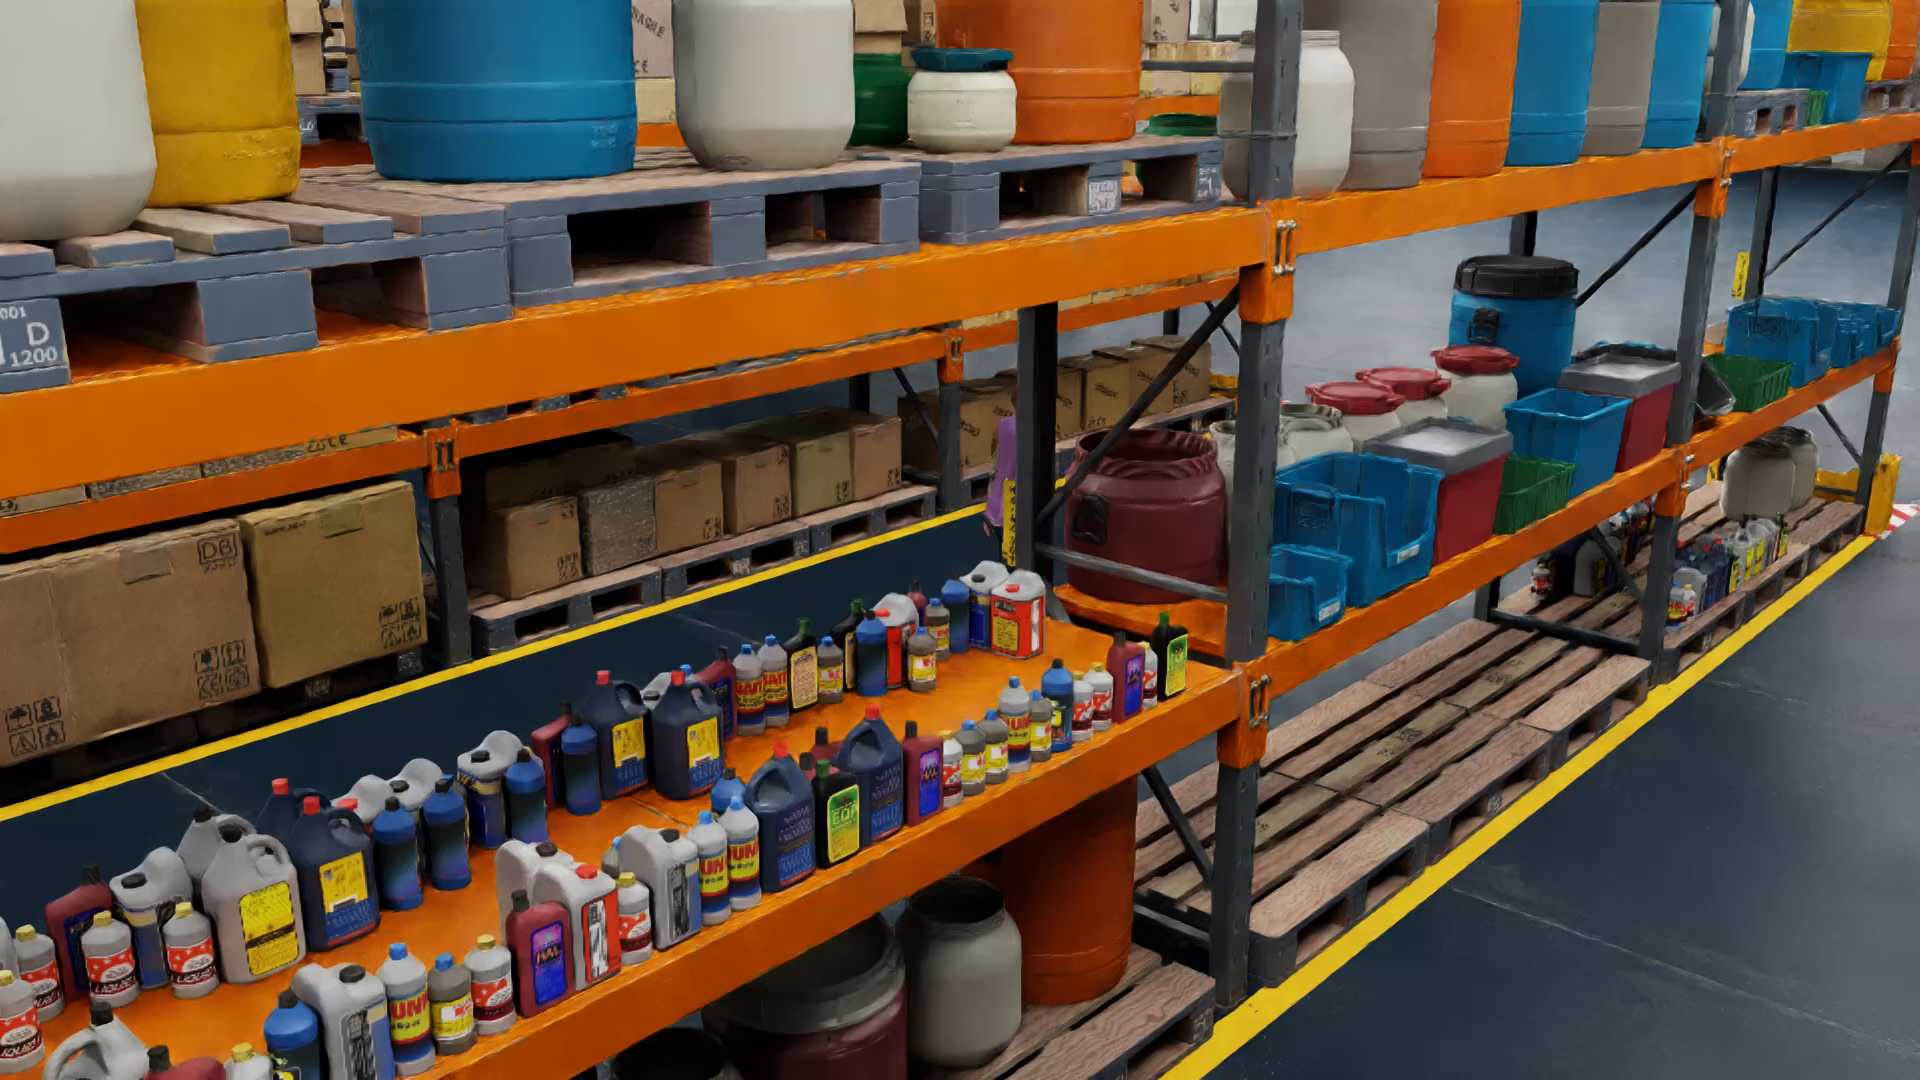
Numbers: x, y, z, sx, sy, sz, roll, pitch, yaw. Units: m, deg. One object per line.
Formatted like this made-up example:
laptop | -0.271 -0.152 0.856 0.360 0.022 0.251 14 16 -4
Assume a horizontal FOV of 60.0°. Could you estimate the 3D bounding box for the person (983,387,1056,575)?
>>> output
person | 0.296 -0.074 8.767 0.461 1.573 0.445 -6 18 -18
